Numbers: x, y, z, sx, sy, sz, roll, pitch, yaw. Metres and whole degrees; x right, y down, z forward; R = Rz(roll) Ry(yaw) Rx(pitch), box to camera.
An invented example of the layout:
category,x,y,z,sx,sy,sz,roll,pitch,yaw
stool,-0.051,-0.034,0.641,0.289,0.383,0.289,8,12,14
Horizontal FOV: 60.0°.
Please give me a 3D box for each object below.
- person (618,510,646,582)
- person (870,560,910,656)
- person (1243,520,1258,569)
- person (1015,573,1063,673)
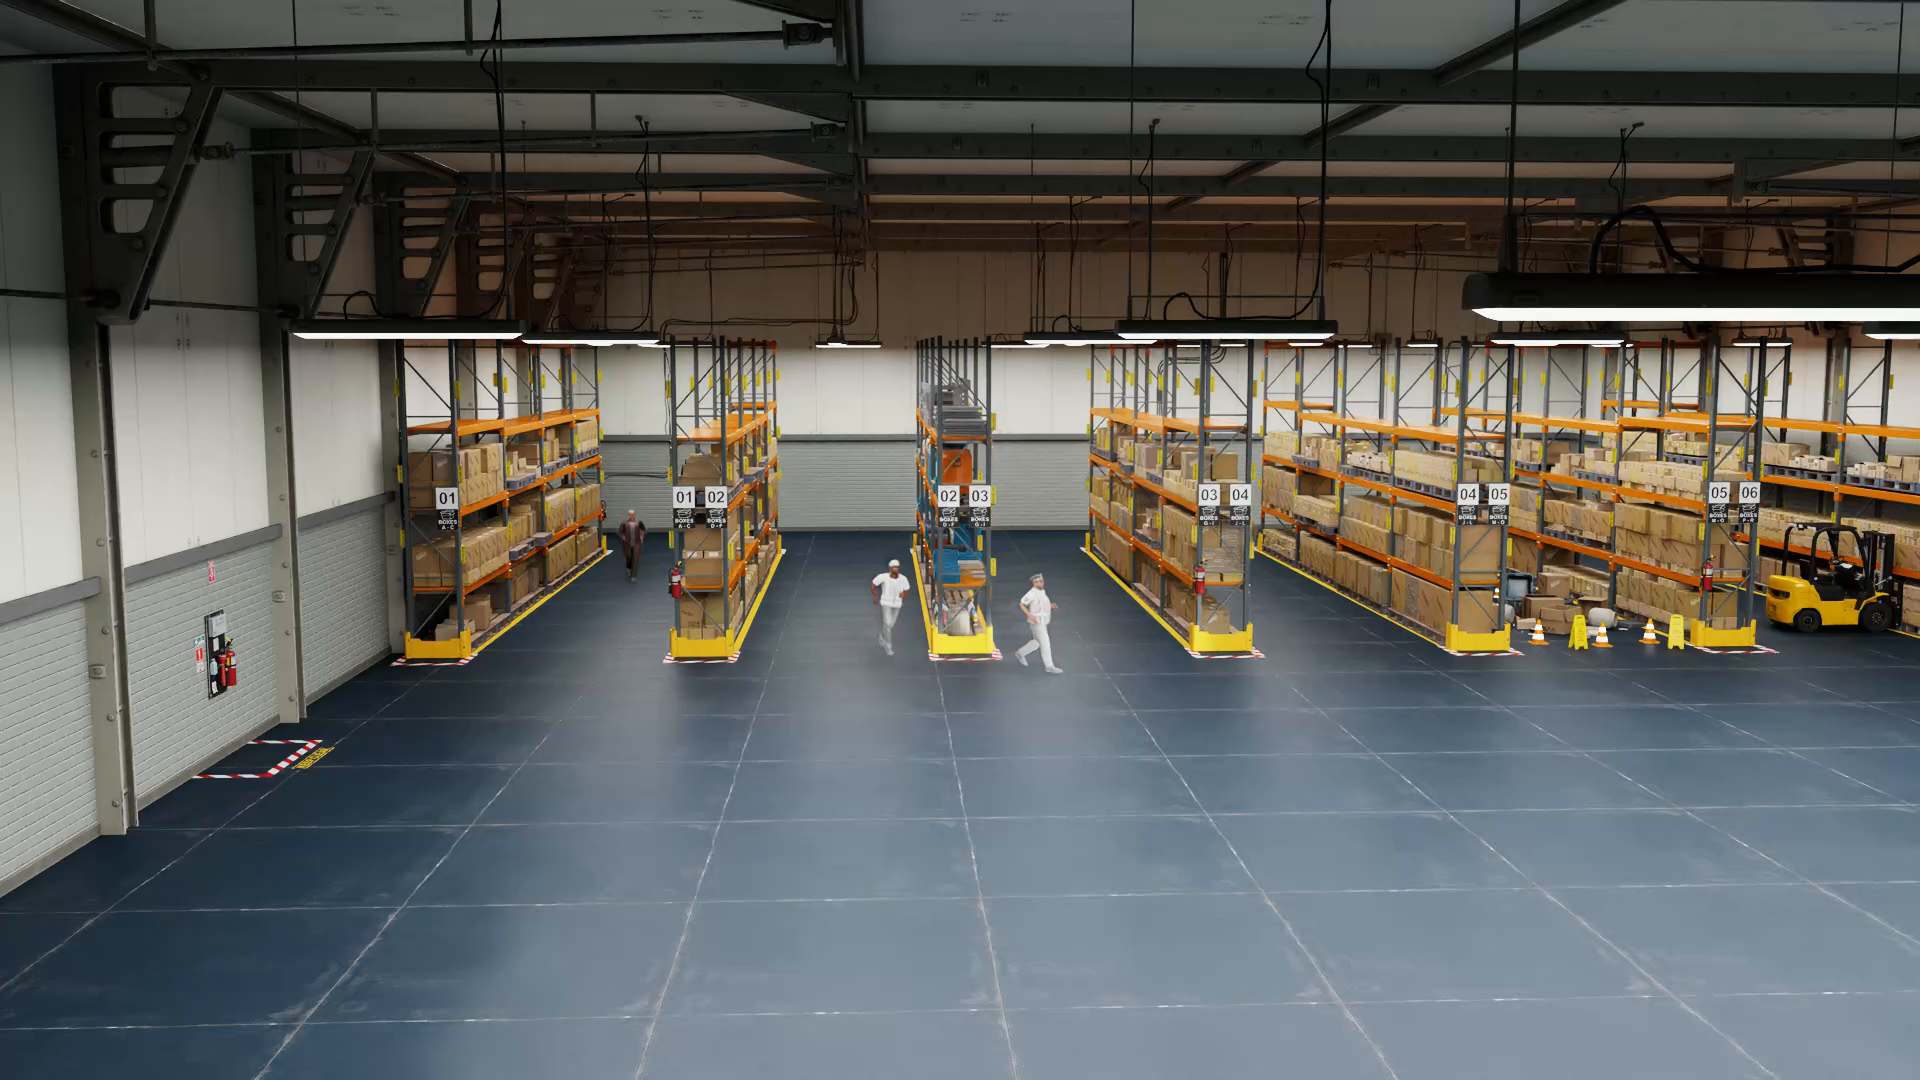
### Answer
category,x,y,z,sx,sy,sz,roll,pitch,yaw
person,-8.181,0.132,41.536,0.709,1.758,0.948,-2,7,-14
person,-1.303,1.267,31.686,0.714,1.804,0.894,-3,7,-25
person,7.410,0.050,43.001,0.596,1.632,0.567,-1,7,-9
person,1.493,1.466,29.626,0.761,1.758,0.669,3,7,24
